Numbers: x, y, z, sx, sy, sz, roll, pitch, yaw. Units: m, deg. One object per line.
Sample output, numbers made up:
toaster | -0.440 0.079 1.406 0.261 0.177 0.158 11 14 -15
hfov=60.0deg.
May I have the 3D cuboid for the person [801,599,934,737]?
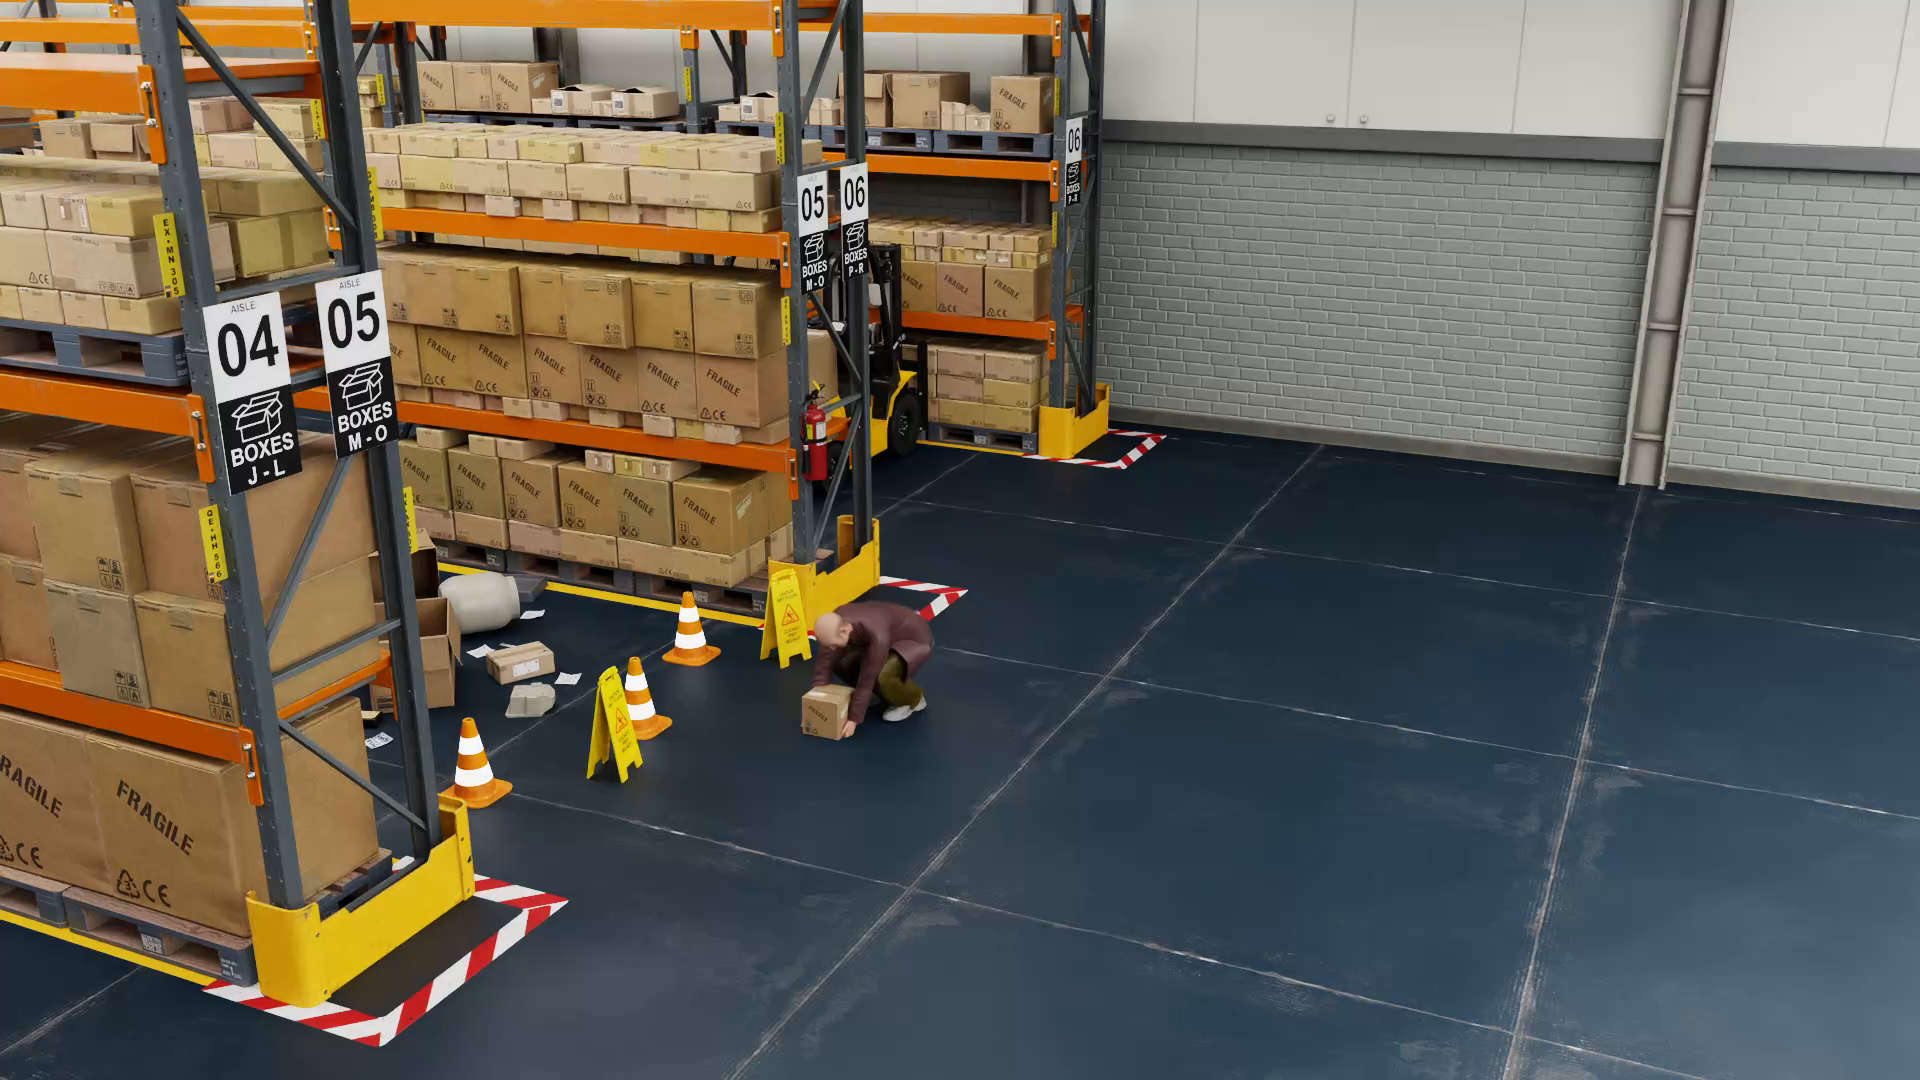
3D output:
person | -0.575 0.776 10.450 0.942 0.846 0.579 -16 24 -39
